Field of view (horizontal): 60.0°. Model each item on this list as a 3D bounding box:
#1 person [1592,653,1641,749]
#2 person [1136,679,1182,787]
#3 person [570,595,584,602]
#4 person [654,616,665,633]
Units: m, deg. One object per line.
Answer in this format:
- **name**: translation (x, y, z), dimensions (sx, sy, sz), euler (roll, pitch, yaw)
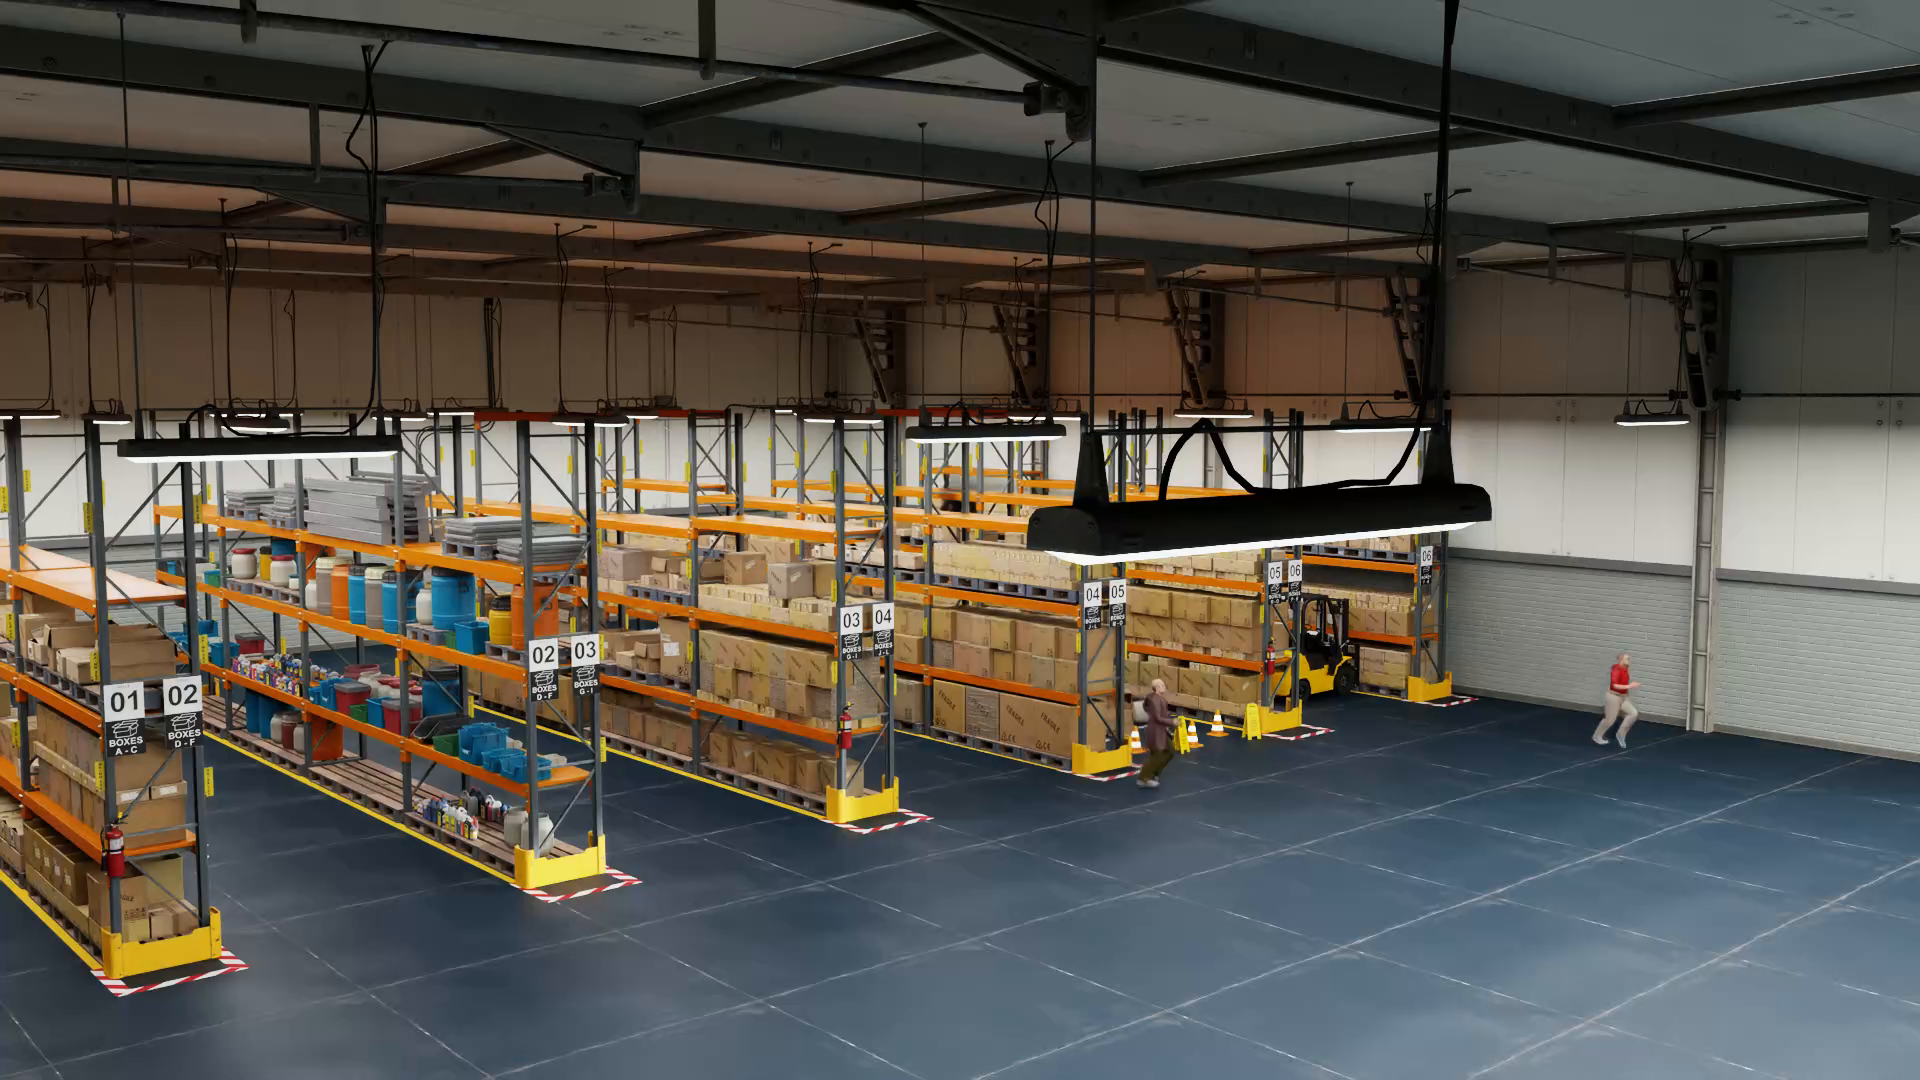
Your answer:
- **person**: translation (11.745, 2.874, 29.728), dimensions (0.844, 1.742, 0.691), euler (4, 7, 40)
- **person**: translation (3.203, 3.117, 26.711), dimensions (0.735, 1.796, 0.741), euler (1, 5, 10)
- **person**: translation (-9.344, 1.982, 40.632), dimensions (0.651, 1.649, 0.814), euler (5, 7, 44)
- **person**: translation (-6.285, 2.421, 35.332), dimensions (0.582, 1.639, 0.901), euler (-4, 7, -40)
